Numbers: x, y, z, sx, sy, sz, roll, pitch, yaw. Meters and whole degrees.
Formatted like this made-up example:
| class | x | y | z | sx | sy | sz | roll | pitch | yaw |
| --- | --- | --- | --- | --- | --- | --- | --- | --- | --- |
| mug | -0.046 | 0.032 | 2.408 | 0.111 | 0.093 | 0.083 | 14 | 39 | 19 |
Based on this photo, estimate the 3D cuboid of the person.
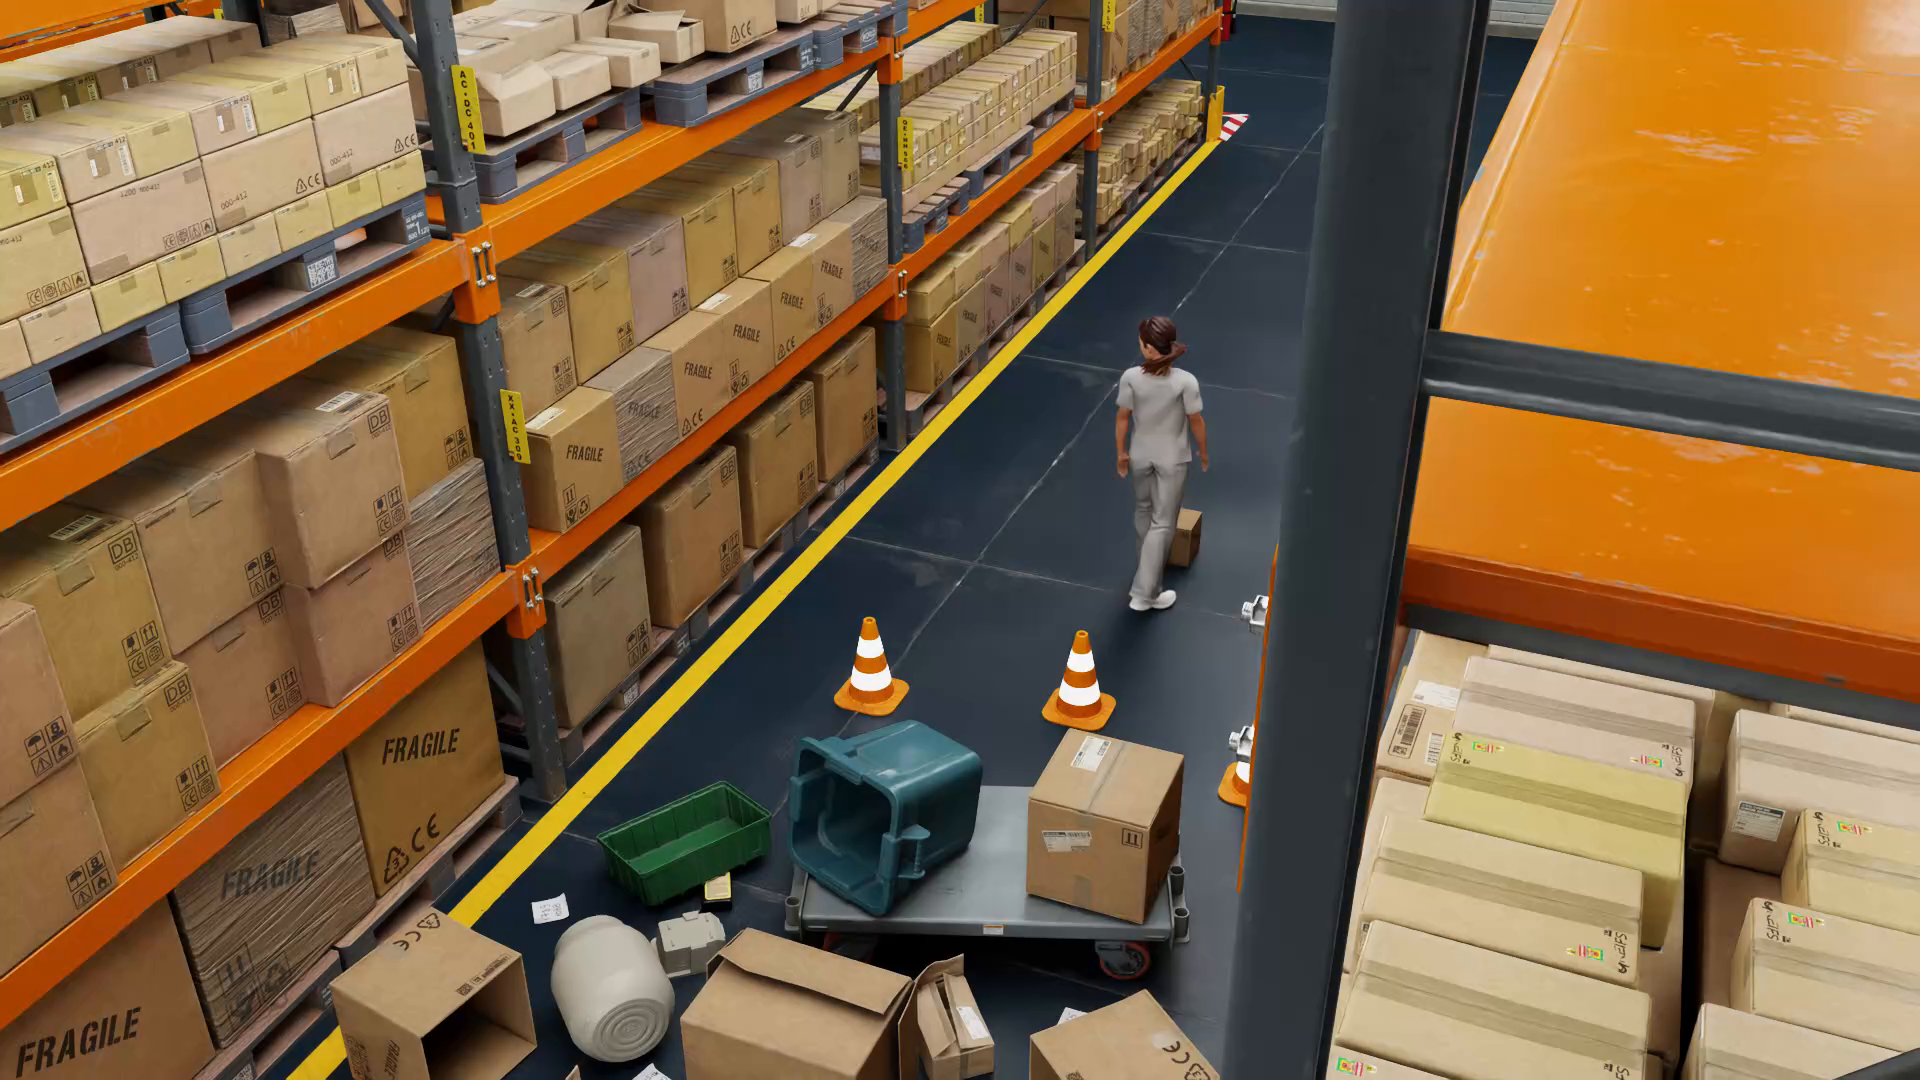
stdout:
| class | x | y | z | sx | sy | sz | roll | pitch | yaw |
| --- | --- | --- | --- | --- | --- | --- | --- | --- | --- |
| person | 1.115 | -0.461 | 9.175 | 0.474 | 1.661 | 0.762 | 15 | 33 | 24 |
